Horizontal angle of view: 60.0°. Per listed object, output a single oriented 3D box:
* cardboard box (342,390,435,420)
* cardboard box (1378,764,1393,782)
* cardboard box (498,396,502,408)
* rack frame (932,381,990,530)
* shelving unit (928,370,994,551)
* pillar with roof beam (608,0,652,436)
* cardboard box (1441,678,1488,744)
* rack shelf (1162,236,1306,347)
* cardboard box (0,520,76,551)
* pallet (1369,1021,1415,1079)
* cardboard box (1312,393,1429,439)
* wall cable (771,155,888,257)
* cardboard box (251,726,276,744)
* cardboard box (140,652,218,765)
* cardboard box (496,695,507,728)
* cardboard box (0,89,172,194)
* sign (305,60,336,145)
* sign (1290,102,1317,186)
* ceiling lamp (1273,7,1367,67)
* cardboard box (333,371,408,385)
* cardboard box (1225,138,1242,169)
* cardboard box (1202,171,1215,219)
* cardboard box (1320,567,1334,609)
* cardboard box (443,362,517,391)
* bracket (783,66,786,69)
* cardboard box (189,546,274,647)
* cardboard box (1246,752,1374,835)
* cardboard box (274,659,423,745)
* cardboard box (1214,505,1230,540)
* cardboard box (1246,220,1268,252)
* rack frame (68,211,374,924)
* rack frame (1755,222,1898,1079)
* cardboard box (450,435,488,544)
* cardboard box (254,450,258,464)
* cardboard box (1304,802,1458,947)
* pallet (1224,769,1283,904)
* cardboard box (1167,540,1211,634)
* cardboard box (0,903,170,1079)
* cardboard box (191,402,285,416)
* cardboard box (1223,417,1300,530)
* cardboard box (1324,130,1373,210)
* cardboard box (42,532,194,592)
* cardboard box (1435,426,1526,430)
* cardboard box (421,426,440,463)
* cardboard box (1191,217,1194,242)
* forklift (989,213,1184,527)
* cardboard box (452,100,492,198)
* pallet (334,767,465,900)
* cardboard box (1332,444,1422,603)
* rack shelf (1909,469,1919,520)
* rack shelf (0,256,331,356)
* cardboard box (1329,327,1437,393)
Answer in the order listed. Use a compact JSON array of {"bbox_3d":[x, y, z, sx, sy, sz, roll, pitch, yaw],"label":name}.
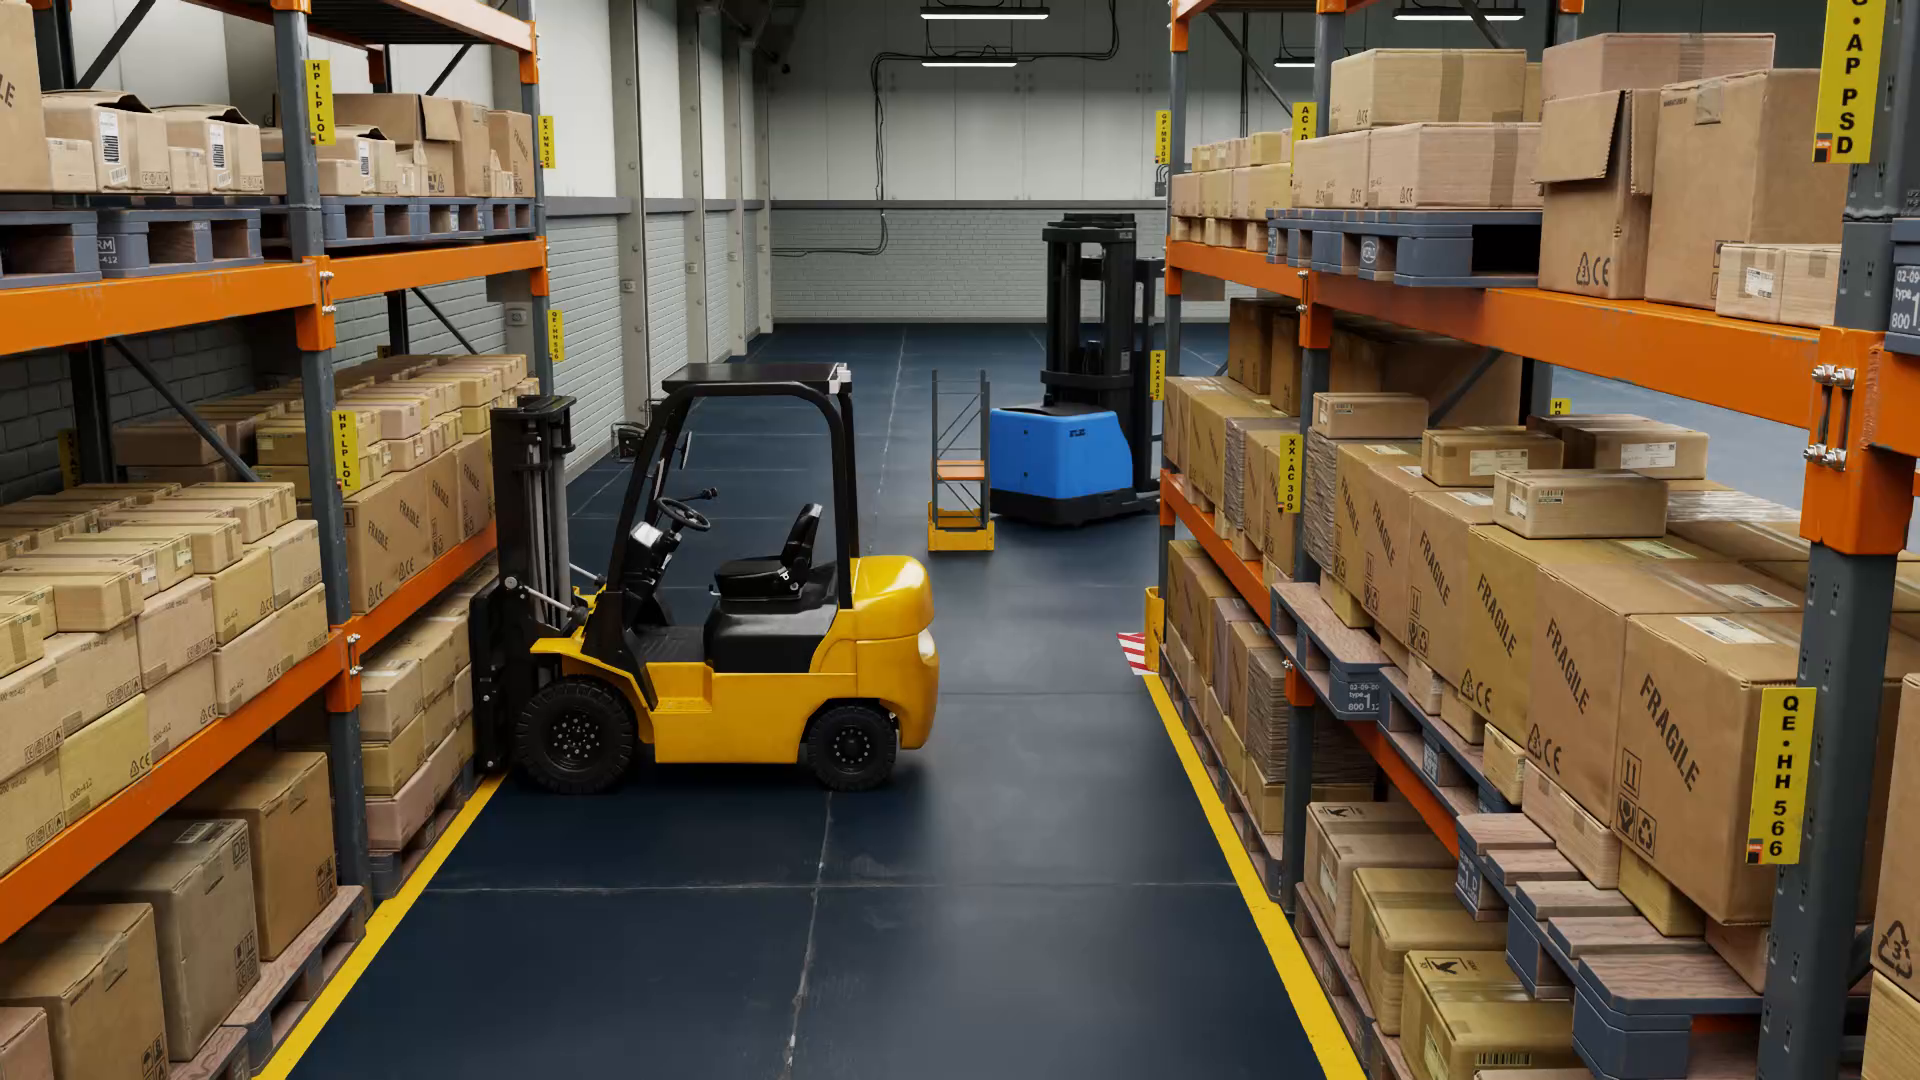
[{"bbox_3d":[-2.867,-0.665,8.351,0.380,0.149,0.250,0,11,-1],"label":"cardboard box"},{"bbox_3d":[2.169,0.803,7.720,0.500,0.500,0.500,0,11,2],"label":"cardboard box"},{"bbox_3d":[-2.874,-0.774,9.638,0.380,0.149,0.250,0,11,-2],"label":"cardboard box"},{"bbox_3d":[0.009,-0.651,14.686,0.500,1.500,0.032,0,11,-1],"label":"rack frame"},{"bbox_3d":[-0.002,-0.750,15.176,0.587,1.500,1.083,0,11,-1],"label":"shelving unit"},{"bbox_3d":[0.035,-5.828,21.343,9.100,9.000,0.400,0,11,-1],"label":"pillar with roof beam"},{"bbox_3d":[1.641,0.488,4.877,0.380,0.149,0.250,-1,11,-3],"label":"cardboard box"},{"bbox_3d":[1.870,-1.368,8.713,1.077,0.370,4.000,0,11,-1],"label":"rack shelf"},{"bbox_3d":[-3.275,0.026,5.694,0.380,0.149,0.250,0,11,-2],"label":"cardboard box"},{"bbox_3d":[1.957,1.912,5.296,1.003,0.211,1.213,0,11,-1],"label":"pallet"},{"bbox_3d":[1.567,-0.476,6.366,0.380,0.149,0.250,0,11,-1],"label":"cardboard box"},{"bbox_3d":[-3.380,-8.457,42.115,3.097,2.526,0.112,0,11,-1],"label":"wall cable"},{"bbox_3d":[-3.255,0.723,7.486,0.500,0.250,0.500,0,11,0],"label":"cardboard box"},{"bbox_3d":[-2.784,0.540,5.422,0.500,0.250,0.500,0,11,-1],"label":"cardboard box"},{"bbox_3d":[-2.773,0.909,9.086,0.500,0.250,0.500,0,11,1],"label":"cardboard box"},{"bbox_3d":[-2.777,-1.217,5.078,0.500,0.311,0.500,-1,11,-3],"label":"cardboard box"},{"bbox_3d":[-2.509,-1.713,6.515,0.100,0.325,0.005,0,11,-1],"label":"sign"},{"bbox_3d":[1.369,-1.572,6.612,0.100,0.325,0.005,0,11,-1],"label":"sign"},{"bbox_3d":[7.576,-11.531,34.772,2.000,3.185,0.800,0,11,-1],"label":"ceiling lamp"},{"bbox_3d":[-3.329,-0.866,9.342,0.380,0.149,0.250,0,11,1],"label":"cardboard box"},{"bbox_3d":[1.559,-1.960,8.451,0.380,0.149,0.250,0,11,0],"label":"cardboard box"},{"bbox_3d":[1.609,-1.886,9.089,0.500,0.250,0.500,0,11,1],"label":"cardboard box"},{"bbox_3d":[1.607,0.176,6.415,0.380,0.149,0.250,0,11,0],"label":"cardboard box"},{"bbox_3d":[-2.847,-0.968,9.847,0.380,0.149,0.250,0,11,0],"label":"cardboard box"},{"bbox_3d":[-4.331,-11.590,40.692,0.076,0.066,3.189,0,11,-1],"label":"bracket"},{"bbox_3d":[-2.768,0.196,5.861,0.500,0.250,0.500,-1,11,-3],"label":"cardboard box"},{"bbox_3d":[1.630,1.173,7.785,0.500,0.250,0.500,0,11,1],"label":"cardboard box"},{"bbox_3d":[-2.748,0.723,7.488,0.500,0.250,0.500,0,11,-2],"label":"cardboard box"},{"bbox_3d":[1.559,-0.096,8.812,0.380,0.149,0.250,0,11,-1],"label":"cardboard box"},{"bbox_3d":[1.593,-1.466,8.018,0.380,0.149,0.250,0,11,0],"label":"cardboard box"},{"bbox_3d":[-3.051,0.168,6.876,1.000,3.000,0.127,0,11,-1],"label":"rack frame"},{"bbox_3d":[1.994,0.942,3.060,1.000,3.000,0.127,0,11,-1],"label":"rack frame"},{"bbox_3d":[-2.828,-0.274,8.805,0.500,0.500,0.500,0,11,-1],"label":"cardboard box"},{"bbox_3d":[-3.352,-0.364,7.615,0.380,0.149,0.250,0,11,0],"label":"cardboard box"},{"bbox_3d":[1.924,1.334,6.685,0.950,0.372,0.625,0,11,0],"label":"cardboard box"},{"bbox_3d":[1.862,1.381,7.914,1.003,0.211,1.213,0,11,-1],"label":"pallet"},{"bbox_3d":[1.570,0.293,10.237,0.500,0.500,0.500,-1,11,-3],"label":"cardboard box"},{"bbox_3d":[-3.003,1.534,5.062,0.875,0.625,0.625,-1,11,-4],"label":"cardboard box"},{"bbox_3d":[-3.410,-0.559,7.828,0.380,0.149,0.250,0,11,-2],"label":"cardboard box"},{"bbox_3d":[1.621,-0.340,8.383,0.500,0.500,0.500,0,11,0],"label":"cardboard box"},{"bbox_3d":[1.534,-1.236,5.577,0.500,0.250,0.500,0,11,-2],"label":"cardboard box"},{"bbox_3d":[-2.766,0.073,5.465,0.380,0.149,0.250,-1,11,-3],"label":"cardboard box"},{"bbox_3d":[2.150,-0.162,6.451,0.500,0.500,0.500,0,11,-2],"label":"cardboard box"},{"bbox_3d":[-2.770,-0.468,8.128,0.380,0.149,0.250,0,11,-2],"label":"cardboard box"},{"bbox_3d":[1.606,-1.876,10.039,0.380,0.149,0.250,-1,11,-3],"label":"cardboard box"},{"bbox_3d":[1.645,-1.790,16.702,1.130,2.935,3.031,11,16,44],"label":"forklift"},{"bbox_3d":[-2.960,-2.110,9.001,0.700,0.500,0.500,0,11,-1],"label":"cardboard box"},{"bbox_3d":[-3.026,1.377,7.933,1.003,0.211,1.213,0,11,-1],"label":"pallet"},{"bbox_3d":[1.645,-0.059,5.943,0.500,0.500,0.500,0,11,-1],"label":"cardboard box"},{"bbox_3d":[6.817,0.062,9.210,1.077,0.370,4.000,0,11,-1],"label":"rack shelf"},{"bbox_3d":[-3.010,-0.552,4.689,1.077,0.370,4.000,0,11,-1],"label":"rack shelf"},{"bbox_3d":[2.130,-0.728,7.777,0.700,0.500,0.500,0,11,-1],"label":"cardboard box"}]
